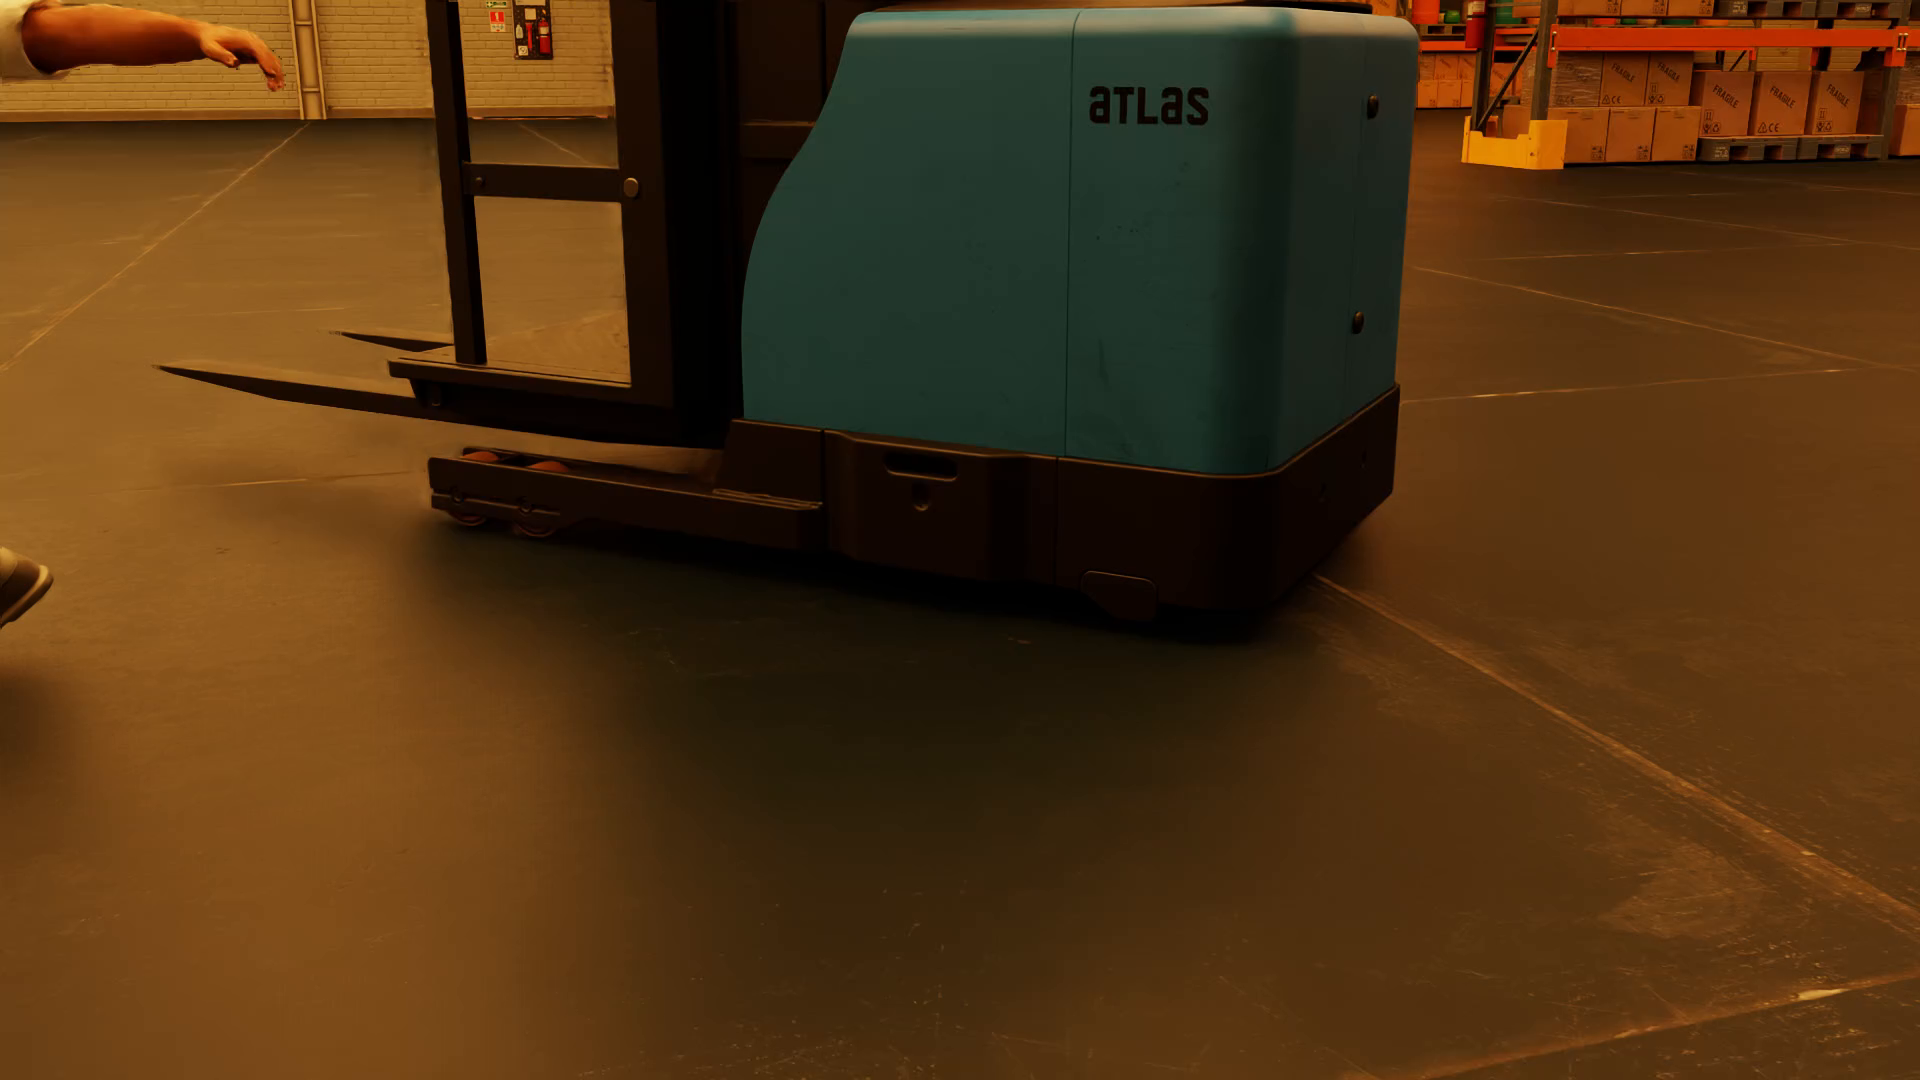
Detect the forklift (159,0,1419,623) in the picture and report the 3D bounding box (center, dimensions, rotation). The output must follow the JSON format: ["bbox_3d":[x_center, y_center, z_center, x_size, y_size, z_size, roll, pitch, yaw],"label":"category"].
[{"bbox_3d":[-0.589,-1.531,3.581,3.031,2.935,1.130,8,18,26],"label":"forklift"}]

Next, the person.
[{"bbox_3d":[-1.531,-0.345,2.267,1.007,1.437,0.857,6,17,20],"label":"person"}]
